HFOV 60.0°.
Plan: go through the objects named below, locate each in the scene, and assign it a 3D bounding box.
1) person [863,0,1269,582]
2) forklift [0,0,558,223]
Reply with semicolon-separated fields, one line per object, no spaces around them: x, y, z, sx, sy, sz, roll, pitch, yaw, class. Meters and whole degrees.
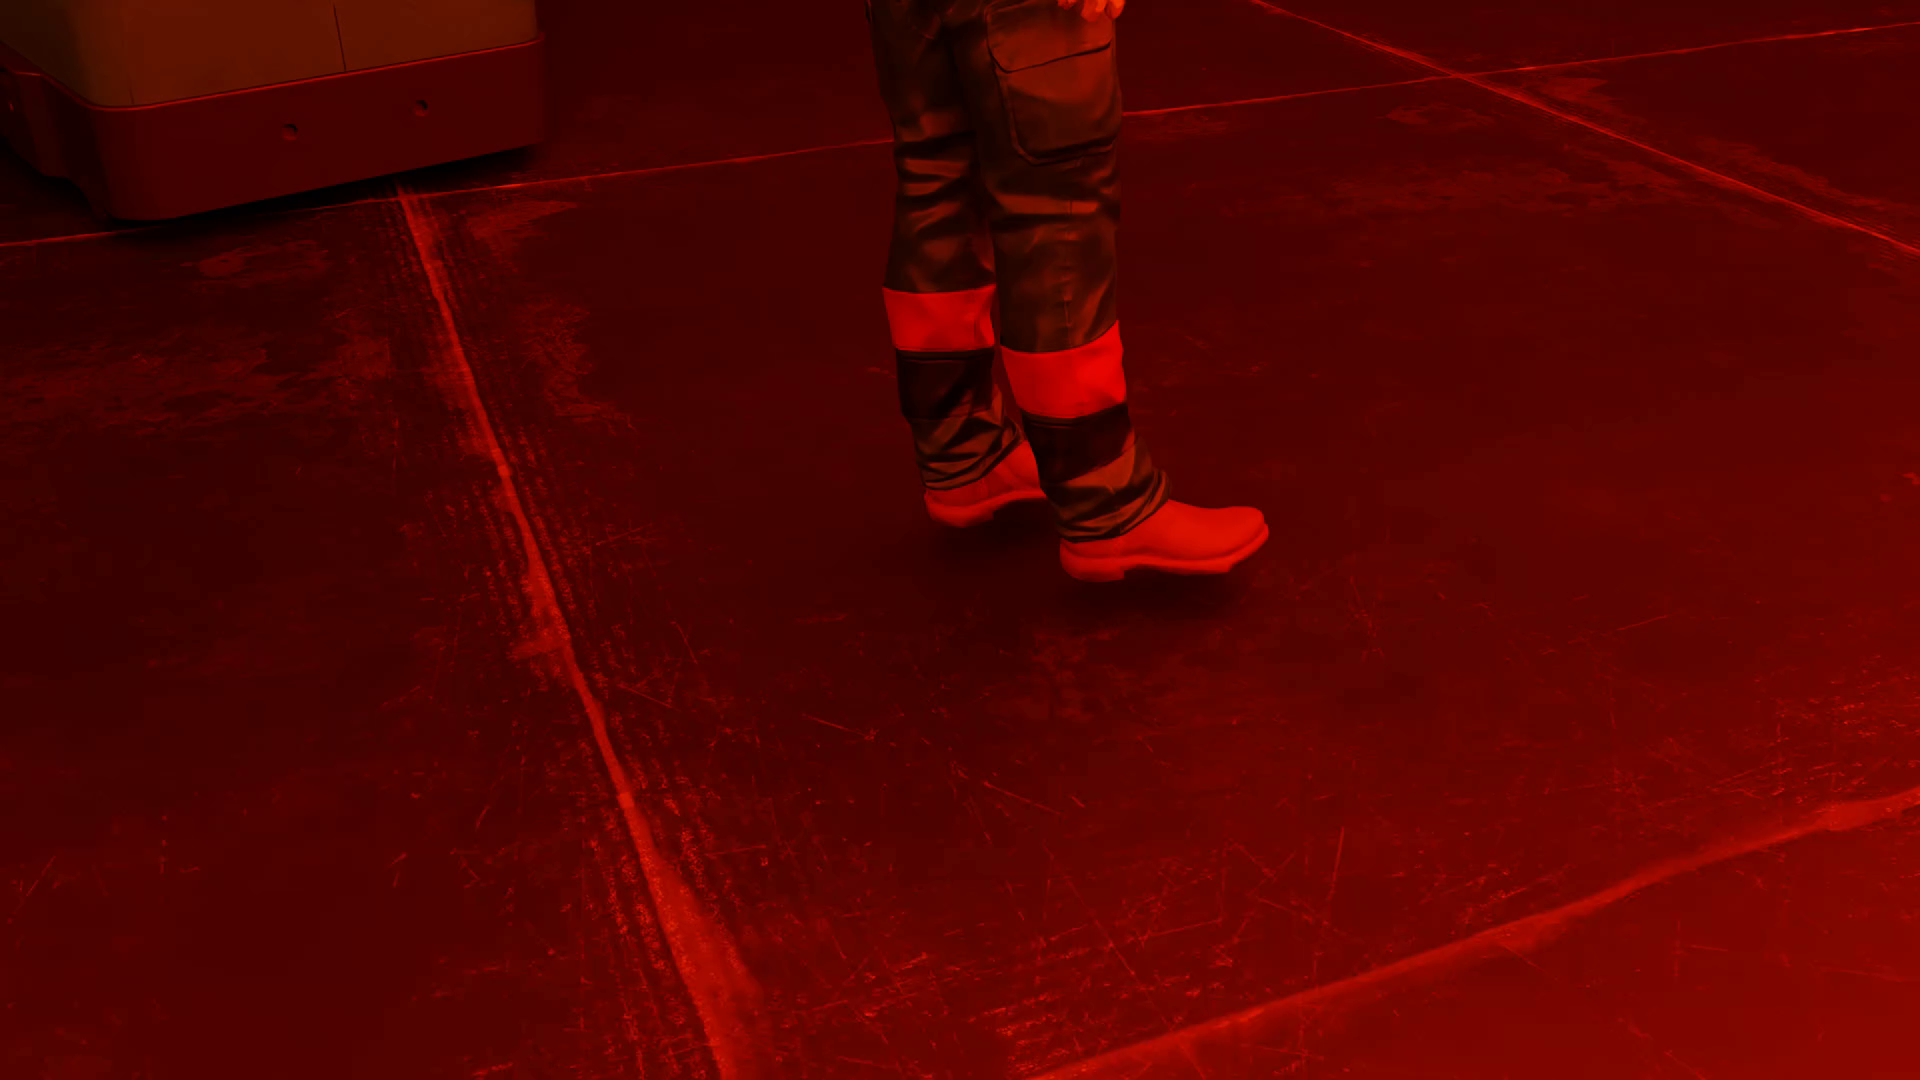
0.078;-0.828;2.051;0.564;1.786;0.638;-11;32;-19;person
-2.326;-2.611;4.123;1.130;2.935;3.031;-22;37;-34;forklift
